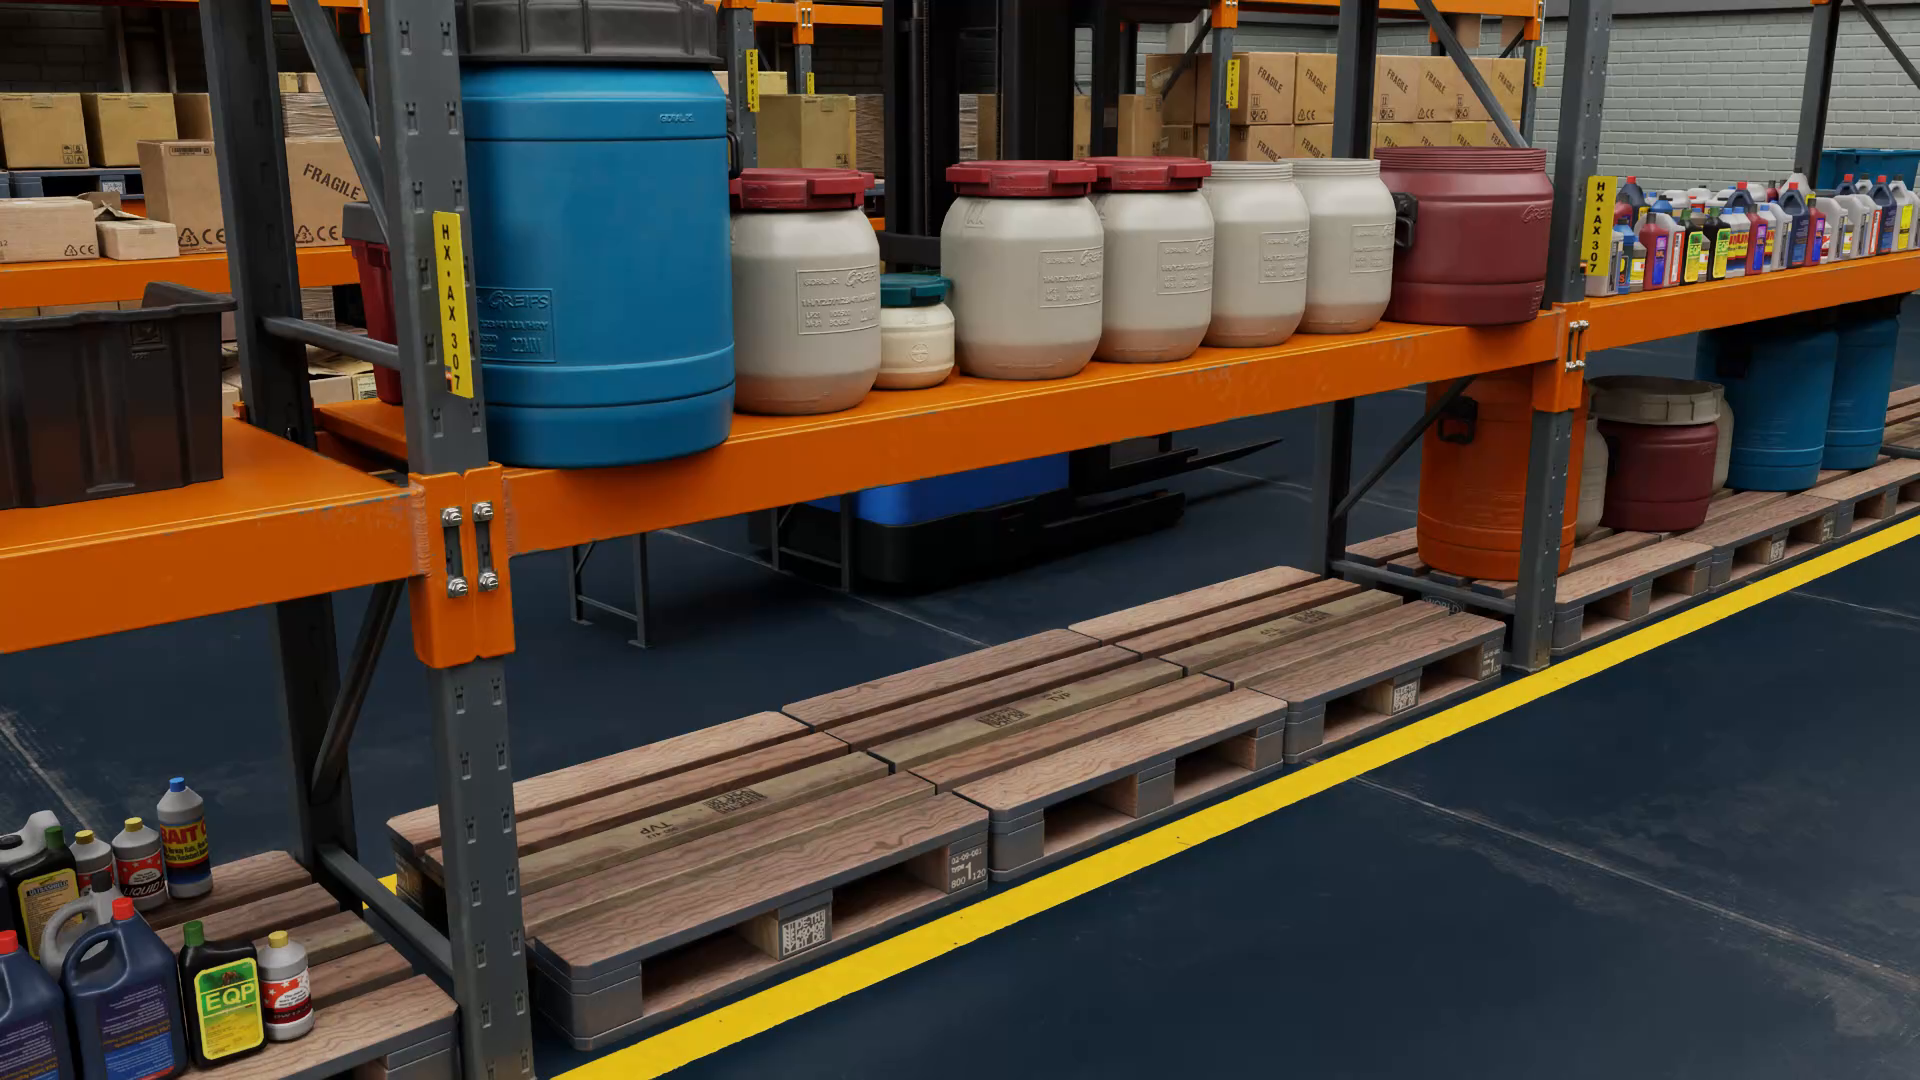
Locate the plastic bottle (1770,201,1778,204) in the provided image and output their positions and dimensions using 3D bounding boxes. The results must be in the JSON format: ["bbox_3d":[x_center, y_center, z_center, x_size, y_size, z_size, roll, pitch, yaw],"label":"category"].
[{"bbox_3d":[3.996,-1.567,8.189,0.097,0.201,0.097,0,15,0],"label":"plastic bottle"}]

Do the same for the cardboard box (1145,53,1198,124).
[{"bbox_3d":[1.739,-3.383,12.471,0.500,0.500,0.500,-13,19,-39],"label":"cardboard box"}]

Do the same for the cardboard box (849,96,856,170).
[{"bbox_3d":[-1.308,-3.913,16.005,0.700,0.700,0.980,-12,19,-39],"label":"cardboard box"}]

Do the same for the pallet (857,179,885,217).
[{"bbox_3d":[-1.025,-2.074,10.072,1.003,0.211,1.213,-13,19,-39],"label":"pallet"}]

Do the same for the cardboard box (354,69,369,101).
[{"bbox_3d":[-4.573,-3.693,13.501,0.500,0.250,0.500,-12,19,-38],"label":"cardboard box"}]

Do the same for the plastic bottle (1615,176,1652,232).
[{"bbox_3d":[3.033,-1.467,7.525,0.185,0.351,0.144,-13,19,-39],"label":"plastic bottle"}]

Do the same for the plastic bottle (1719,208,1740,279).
[{"bbox_3d":[3.026,-1.175,6.587,0.097,0.271,0.097,0,15,0],"label":"plastic bottle"}]

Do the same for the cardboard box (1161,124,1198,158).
[{"bbox_3d":[1.736,-2.898,12.595,0.500,0.500,0.500,-12,19,-38],"label":"cardboard box"}]

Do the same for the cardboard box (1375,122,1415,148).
[{"bbox_3d":[3.236,-3.055,13.181,0.500,0.500,0.500,-13,20,-40],"label":"cardboard box"}]

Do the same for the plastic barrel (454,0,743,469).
[{"bbox_3d":[-0.769,-0.644,3.377,0.708,0.901,0.600,-13,19,-39],"label":"plastic barrel"}]

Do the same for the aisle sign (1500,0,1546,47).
[{"bbox_3d":[4.797,-4.601,14.125,0.004,0.787,0.394,-13,19,-39],"label":"aisle sign"}]

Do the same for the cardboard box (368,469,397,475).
[{"bbox_3d":[-2.881,-0.515,8.381,0.500,0.250,0.500,-12,19,-38],"label":"cardboard box"}]

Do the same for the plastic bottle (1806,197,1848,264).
[{"bbox_3d":[3.758,-1.351,7.237,0.135,0.276,0.152,-13,19,-39],"label":"plastic bottle"}]

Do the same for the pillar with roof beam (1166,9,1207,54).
[{"bbox_3d":[5.585,-7.043,16.679,0.400,9.000,9.100,-13,19,-39],"label":"pillar with roof beam"}]

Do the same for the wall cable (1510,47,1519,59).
[{"bbox_3d":[5.791,-6.644,21.201,0.112,2.526,3.097,-13,19,-39],"label":"wall cable"}]

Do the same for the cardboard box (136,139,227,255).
[{"bbox_3d":[-3.521,-1.625,7.826,0.500,0.500,0.500,-11,18,-35],"label":"cardboard box"}]

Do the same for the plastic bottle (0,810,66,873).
[{"bbox_3d":[-2.013,0.737,3.604,0.135,0.276,0.152,-12,19,-37],"label":"plastic bottle"}]

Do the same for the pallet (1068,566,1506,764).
[{"bbox_3d":[1.148,0.398,5.851,1.213,0.211,1.003,-13,19,-39],"label":"pallet"}]

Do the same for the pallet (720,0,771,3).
[{"bbox_3d":[-2.387,-4.871,14.732,1.217,0.209,0.805,-14,20,-42],"label":"pallet"}]

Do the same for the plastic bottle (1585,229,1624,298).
[{"bbox_3d":[2.297,-1.023,6.009,0.135,0.276,0.152,-13,19,-39],"label":"plastic bottle"}]

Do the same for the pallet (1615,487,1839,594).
[{"bbox_3d":[3.246,-0.073,7.614,1.213,0.211,1.003,-13,19,-39],"label":"pallet"}]

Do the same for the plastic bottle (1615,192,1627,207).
[{"bbox_3d":[2.926,-1.404,7.419,0.133,0.283,0.061,-13,19,-39],"label":"plastic bottle"}]

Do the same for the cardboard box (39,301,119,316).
[{"bbox_3d":[-6.450,-1.633,12.041,0.500,0.500,0.700,-12,19,-39],"label":"cardboard box"}]

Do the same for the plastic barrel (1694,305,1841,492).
[{"bbox_3d":[3.820,-0.731,7.926,0.708,0.901,0.600,-13,19,-39],"label":"plastic barrel"}]

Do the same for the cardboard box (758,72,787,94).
[{"bbox_3d":[-1.912,-4.114,15.078,0.500,0.250,0.500,-12,19,-38],"label":"cardboard box"}]

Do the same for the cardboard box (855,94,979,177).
[{"bbox_3d":[-0.274,-2.535,10.422,0.500,0.500,0.700,-9,17,-29],"label":"cardboard box"}]

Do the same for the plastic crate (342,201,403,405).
[{"bbox_3d":[-1.095,-0.568,3.939,0.583,0.464,0.402,-13,19,-39],"label":"plastic crate"}]

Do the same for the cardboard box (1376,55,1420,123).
[{"bbox_3d":[3.233,-3.534,13.037,0.500,0.500,0.500,-12,19,-38],"label":"cardboard box"}]

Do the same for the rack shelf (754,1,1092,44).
[{"bbox_3d":[-0.219,-5.120,16.686,4.000,0.370,1.077,-13,19,-39],"label":"rack shelf"}]

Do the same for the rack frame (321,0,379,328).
[{"bbox_3d":[-4.745,-3.002,13.175,0.127,3.000,1.000,-13,19,-39],"label":"rack frame"}]

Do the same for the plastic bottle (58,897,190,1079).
[{"bbox_3d":[-1.556,0.837,3.084,0.185,0.351,0.144,-13,20,-41],"label":"plastic bottle"}]

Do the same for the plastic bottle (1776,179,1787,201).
[{"bbox_3d":[4.219,-1.715,8.584,0.133,0.283,0.061,-13,19,-39],"label":"plastic bottle"}]

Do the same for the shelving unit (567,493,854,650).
[{"bbox_3d":[-0.987,-0.456,6.551,0.538,1.500,1.048,14,21,43],"label":"shelving unit"}]

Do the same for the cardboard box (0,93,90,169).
[{"bbox_3d":[-6.454,-2.875,11.656,0.500,0.500,0.700,-10,18,-32],"label":"cardboard box"}]

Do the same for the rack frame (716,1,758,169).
[{"bbox_3d":[-1.490,-2.038,9.567,0.127,3.000,1.000,-13,19,-39],"label":"rack frame"}]

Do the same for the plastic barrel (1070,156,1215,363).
[{"bbox_3d":[0.486,-0.778,4.586,0.433,0.535,0.433,0,15,0],"label":"plastic barrel"}]

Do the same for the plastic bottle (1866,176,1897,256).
[{"bbox_3d":[4.158,-1.476,7.559,0.185,0.351,0.144,-13,19,-39],"label":"plastic bottle"}]

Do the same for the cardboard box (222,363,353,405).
[{"bbox_3d":[-3.262,-0.699,7.981,0.500,0.311,0.500,-14,20,-41],"label":"cardboard box"}]

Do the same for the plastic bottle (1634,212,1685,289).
[{"bbox_3d":[2.646,-1.102,6.302,0.135,0.276,0.152,-13,19,-39],"label":"plastic bottle"}]

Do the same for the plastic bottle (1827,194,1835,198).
[{"bbox_3d":[3.939,-1.432,7.549,0.097,0.271,0.097,0,15,0],"label":"plastic bottle"}]

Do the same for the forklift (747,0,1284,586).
[{"bbox_3d":[0.441,-1.531,7.803,1.130,2.935,3.031,14,21,43],"label":"forklift"}]

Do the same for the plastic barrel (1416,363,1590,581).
[{"bbox_3d":[2.116,-0.313,6.503,0.708,0.830,0.600,-13,19,-39],"label":"plastic barrel"}]

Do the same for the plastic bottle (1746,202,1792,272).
[{"bbox_3d":[3.343,-1.258,6.888,0.135,0.276,0.152,-13,19,-39],"label":"plastic bottle"}]

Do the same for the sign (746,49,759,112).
[{"bbox_3d":[-1.124,-2.490,9.015,0.005,0.325,0.100,-13,19,-39],"label":"sign"}]

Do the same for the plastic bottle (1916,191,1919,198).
[{"bbox_3d":[4.691,-1.561,8.021,0.135,0.276,0.152,-13,19,-39],"label":"plastic bottle"}]

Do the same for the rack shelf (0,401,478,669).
[{"bbox_3d":[-2.768,0.291,2.242,4.000,0.370,1.077,-13,19,-39],"label":"rack shelf"}]

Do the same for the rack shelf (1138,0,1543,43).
[{"bbox_3d":[3.036,-4.156,13.078,4.000,0.370,1.077,-13,19,-39],"label":"rack shelf"}]
